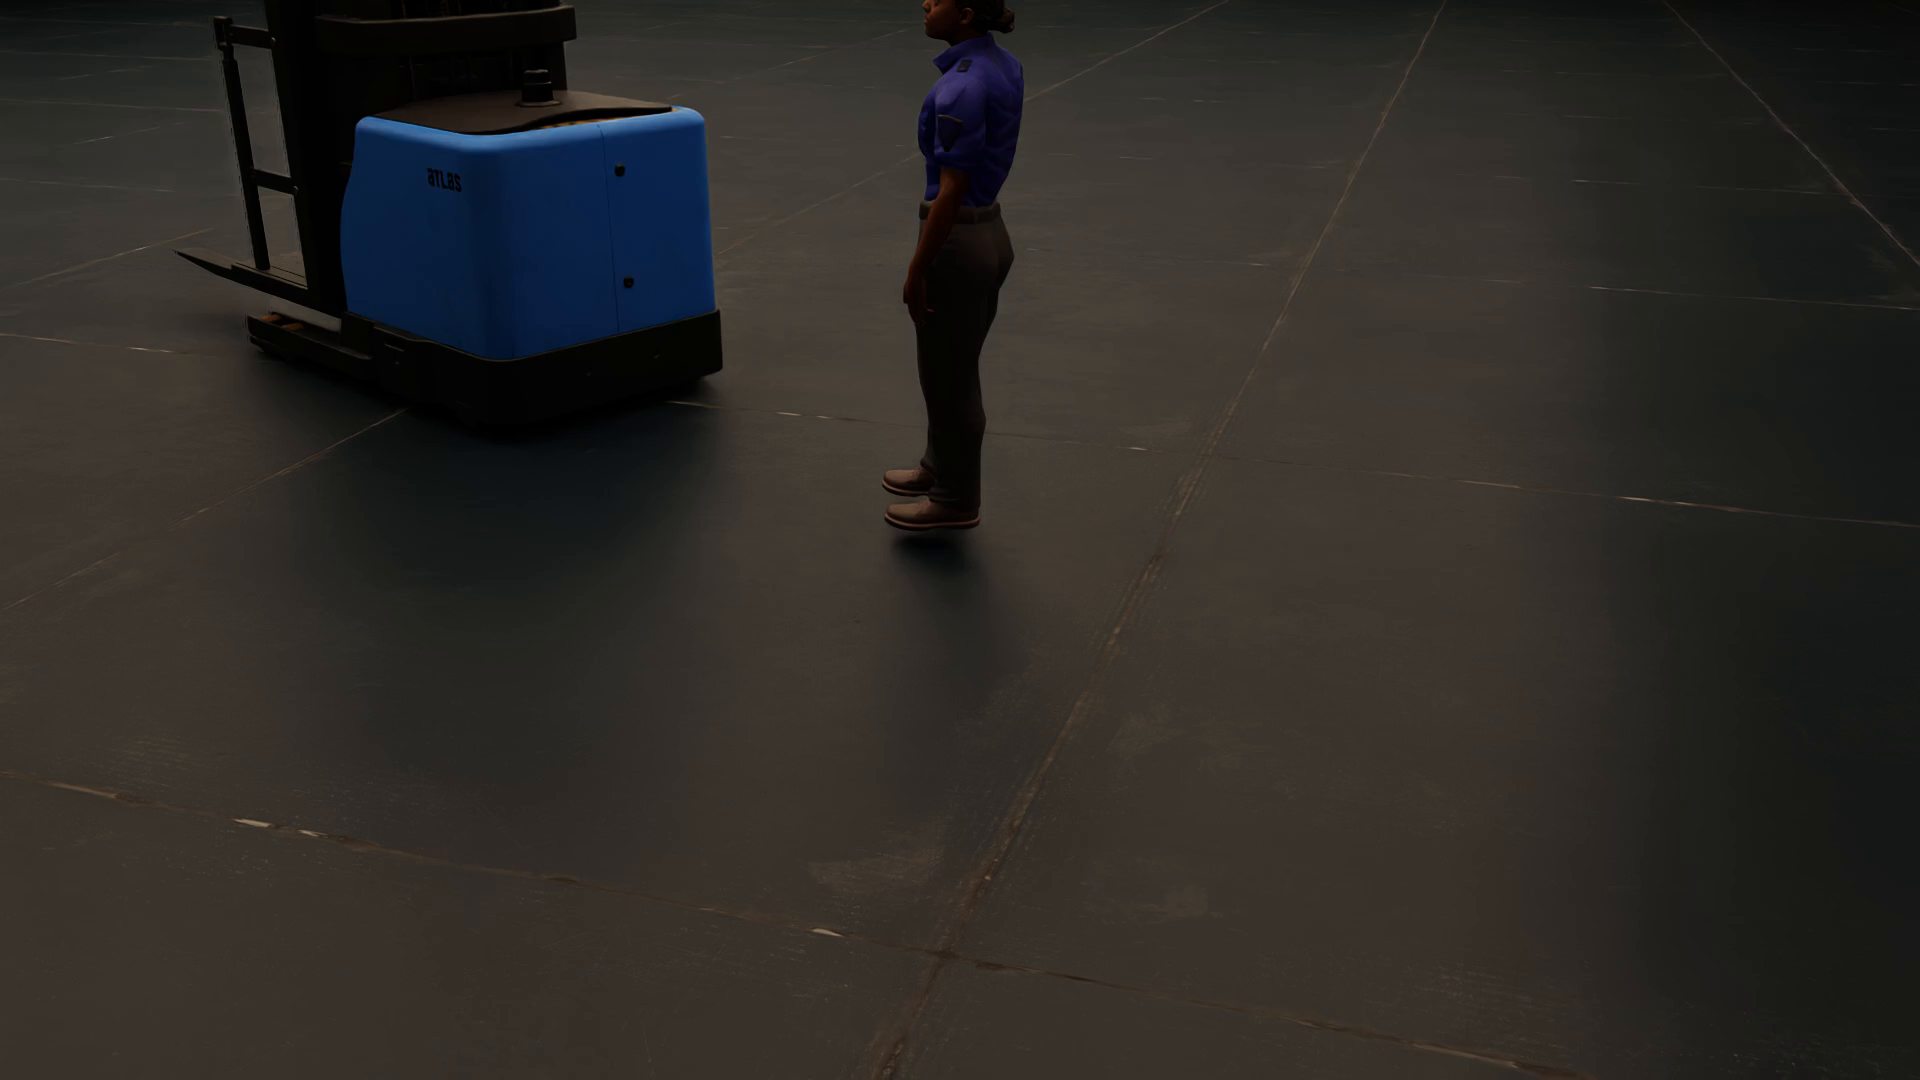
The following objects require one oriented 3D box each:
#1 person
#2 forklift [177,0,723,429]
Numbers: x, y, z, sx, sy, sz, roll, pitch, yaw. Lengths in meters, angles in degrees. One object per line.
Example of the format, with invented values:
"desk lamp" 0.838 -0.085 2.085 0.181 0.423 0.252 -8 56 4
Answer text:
"person" -0.078 -0.825 4.828 0.503 1.655 0.570 7 23 16
"forklift" -2.361 -2.216 6.648 3.031 2.935 1.130 20 29 39
